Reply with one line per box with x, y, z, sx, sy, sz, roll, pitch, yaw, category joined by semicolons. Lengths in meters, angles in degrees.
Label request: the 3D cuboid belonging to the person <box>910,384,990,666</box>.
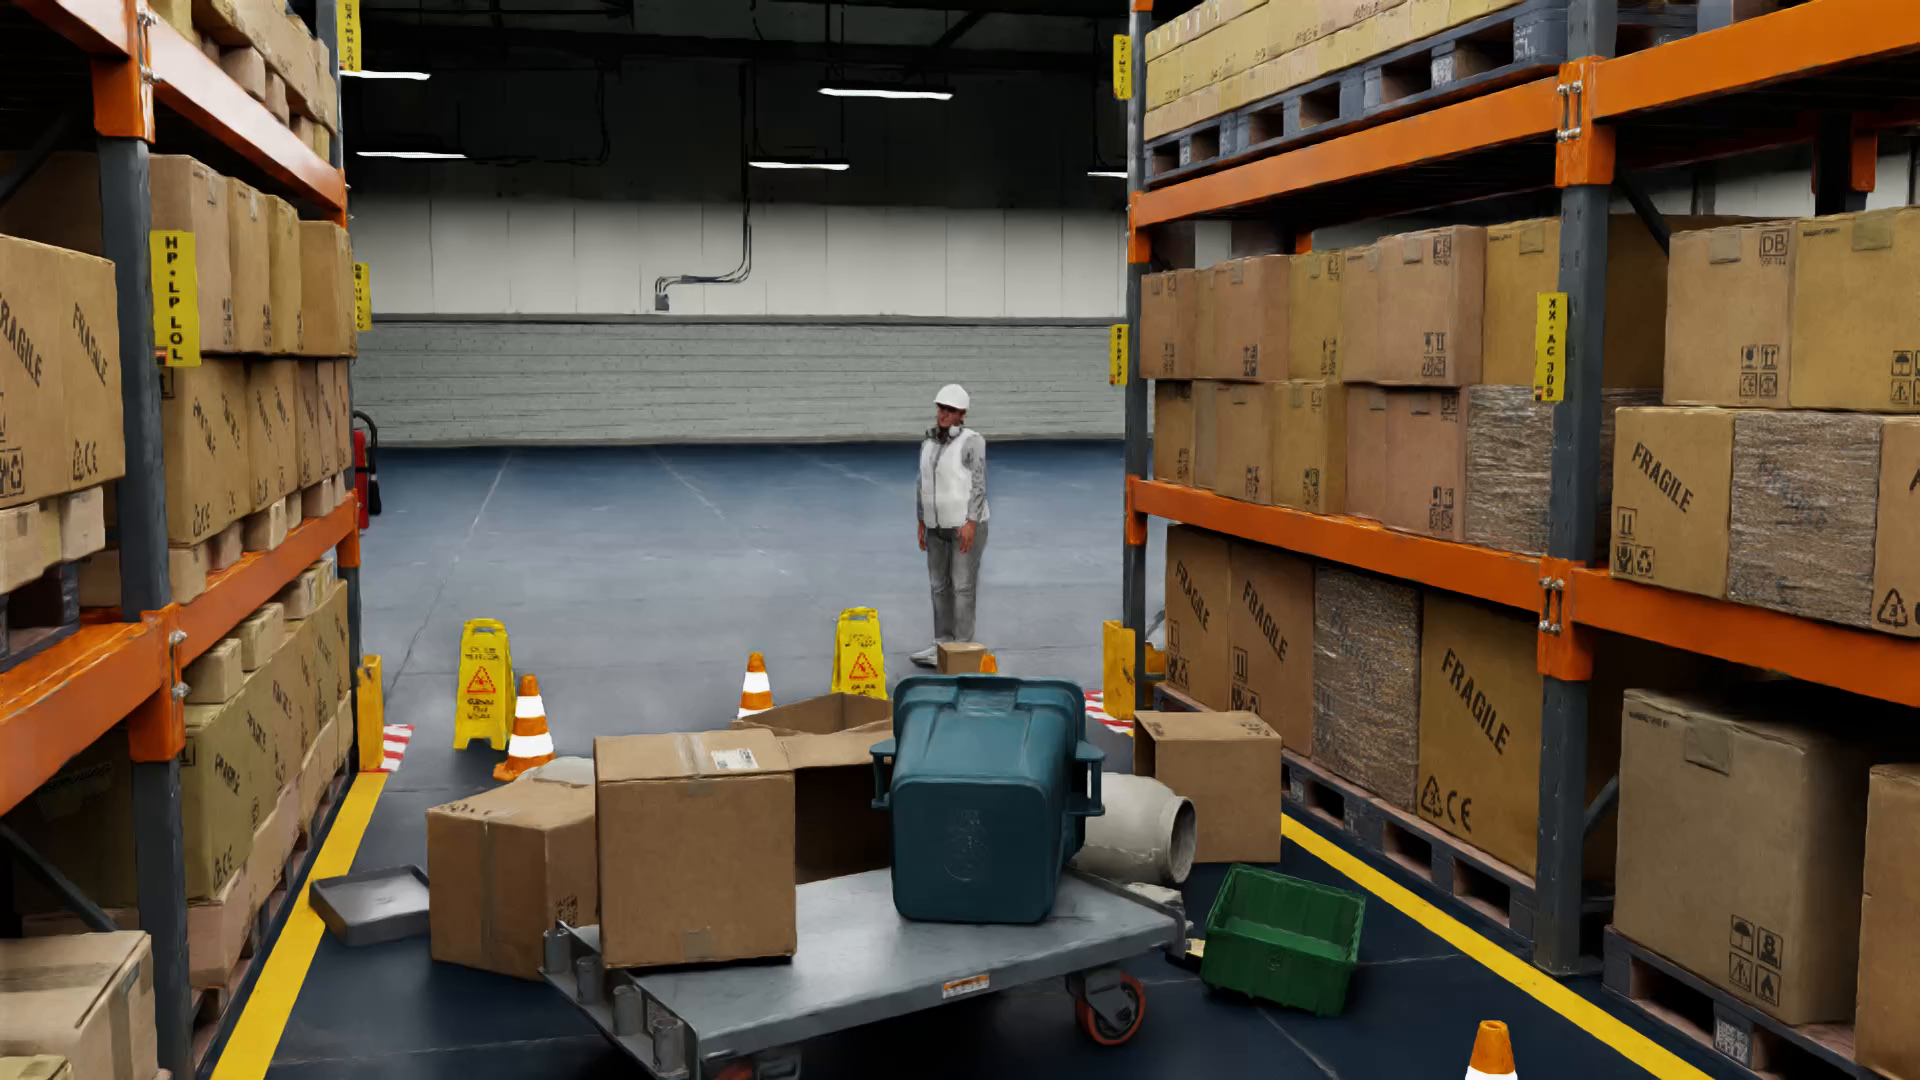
-0.111;-0.087;10.431;0.582;1.781;0.516;5;8;42;person
